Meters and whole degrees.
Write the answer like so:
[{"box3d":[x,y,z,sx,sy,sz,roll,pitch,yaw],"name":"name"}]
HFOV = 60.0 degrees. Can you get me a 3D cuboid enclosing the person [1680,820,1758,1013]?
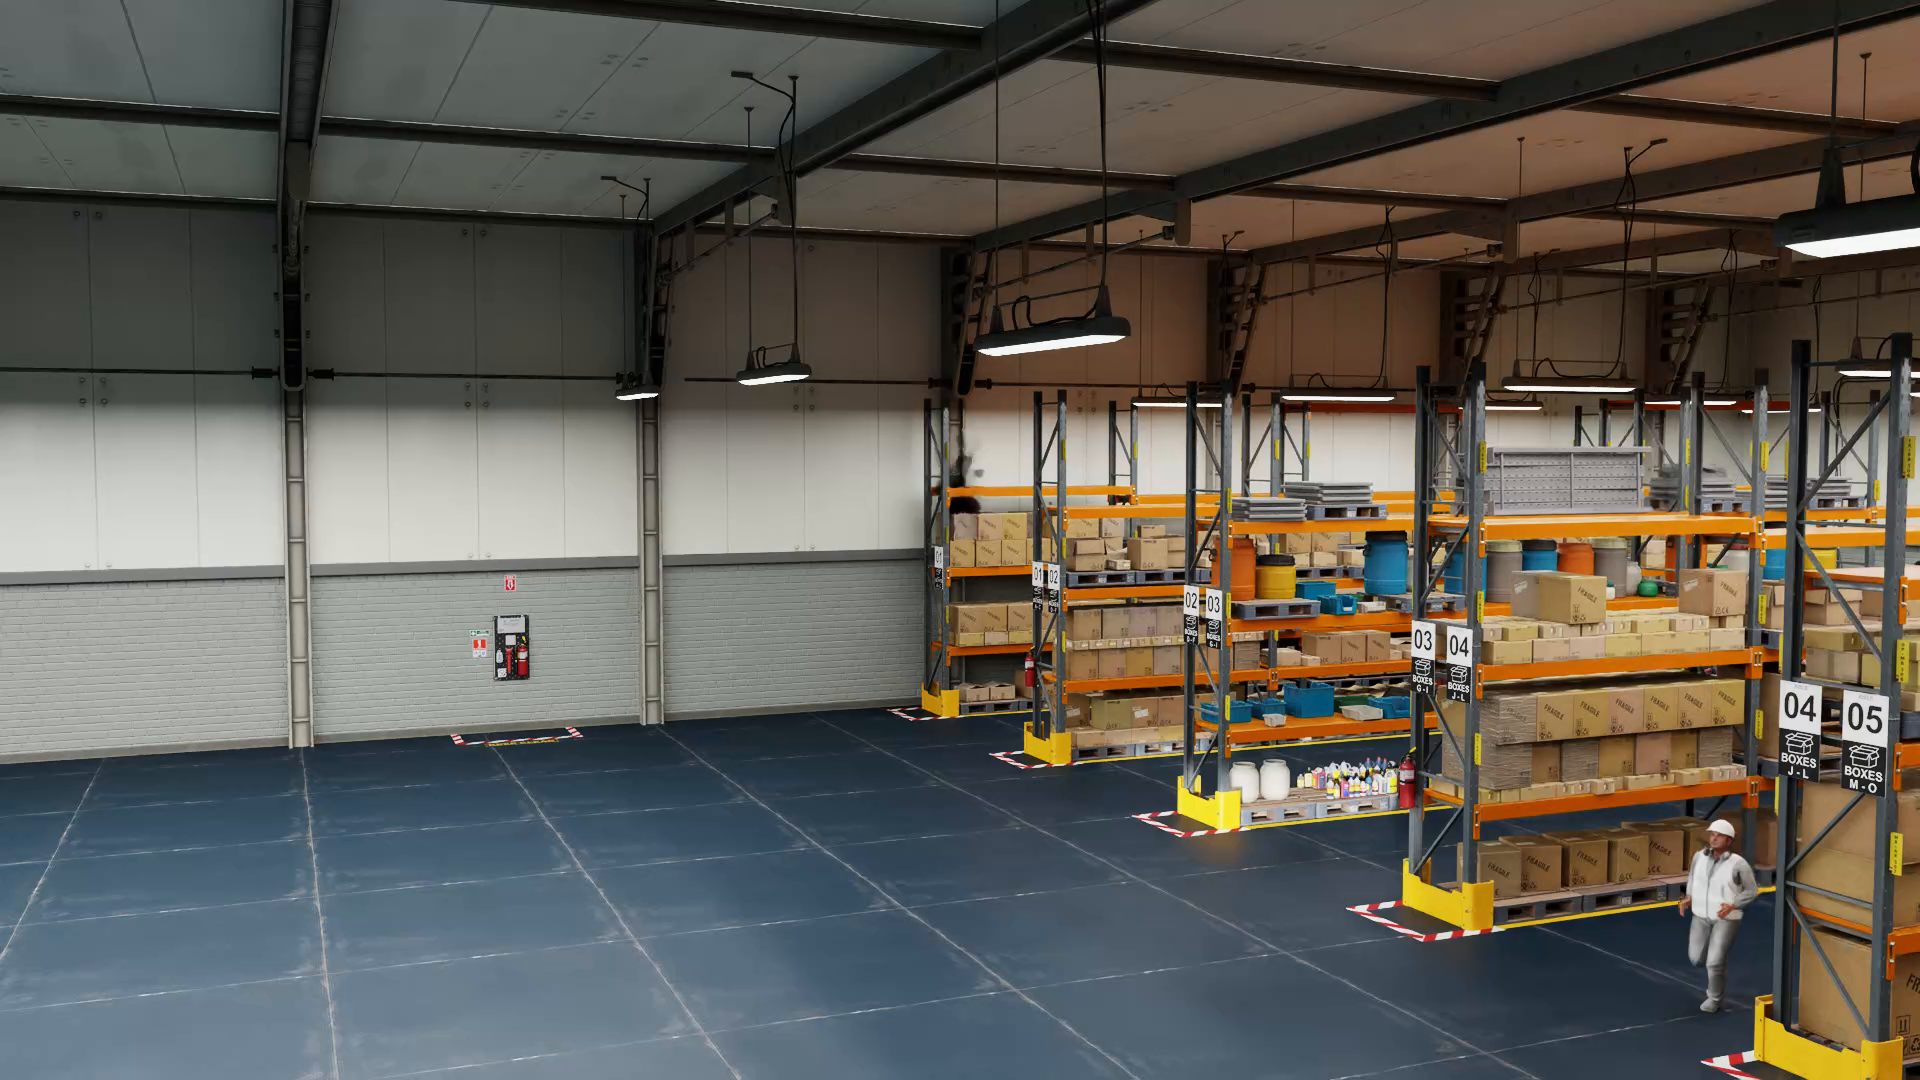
[{"box3d":[6.925,3.412,15.181,0.586,1.729,0.659,-3,4,-39],"name":"person"}]
